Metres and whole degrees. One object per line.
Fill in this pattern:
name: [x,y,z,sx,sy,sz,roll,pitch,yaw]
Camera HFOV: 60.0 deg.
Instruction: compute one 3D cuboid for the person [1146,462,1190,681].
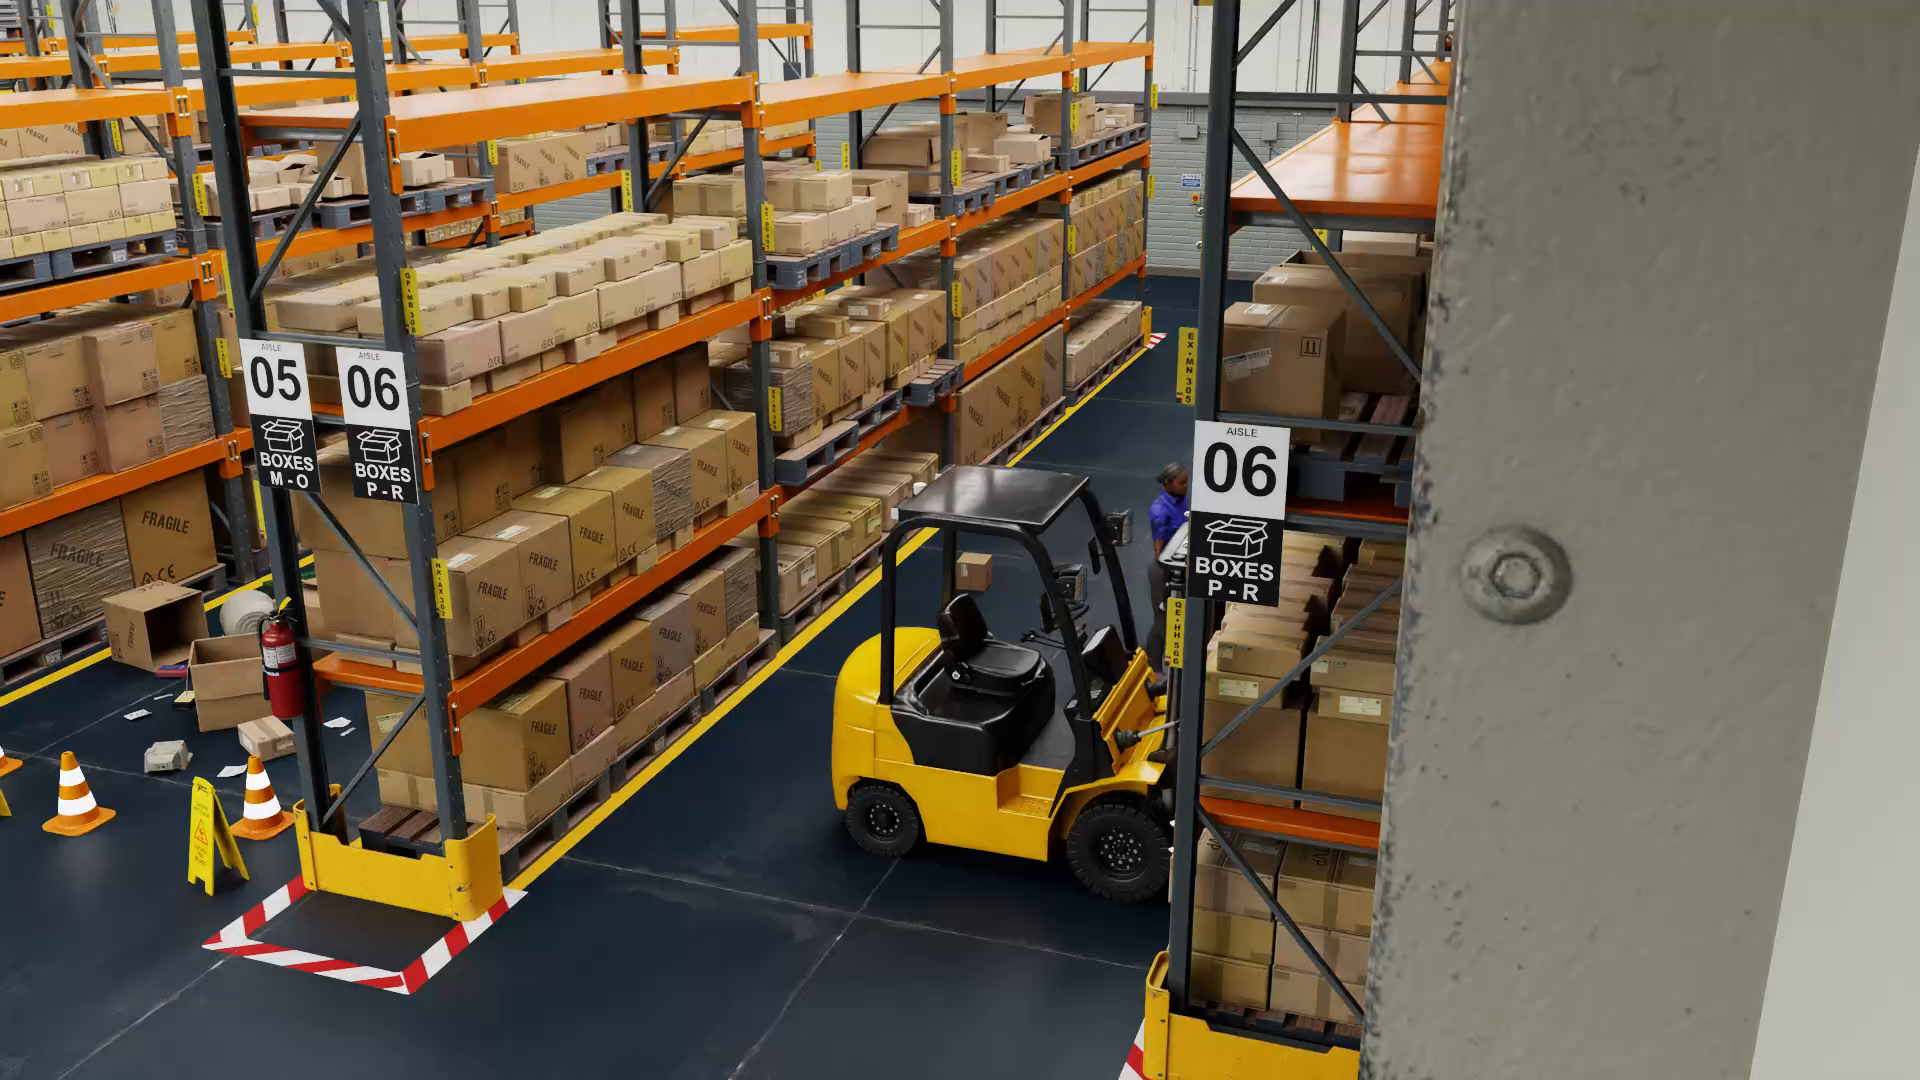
person: [1.598,0.258,12.061,0.462,1.679,0.485,15,24,37]
